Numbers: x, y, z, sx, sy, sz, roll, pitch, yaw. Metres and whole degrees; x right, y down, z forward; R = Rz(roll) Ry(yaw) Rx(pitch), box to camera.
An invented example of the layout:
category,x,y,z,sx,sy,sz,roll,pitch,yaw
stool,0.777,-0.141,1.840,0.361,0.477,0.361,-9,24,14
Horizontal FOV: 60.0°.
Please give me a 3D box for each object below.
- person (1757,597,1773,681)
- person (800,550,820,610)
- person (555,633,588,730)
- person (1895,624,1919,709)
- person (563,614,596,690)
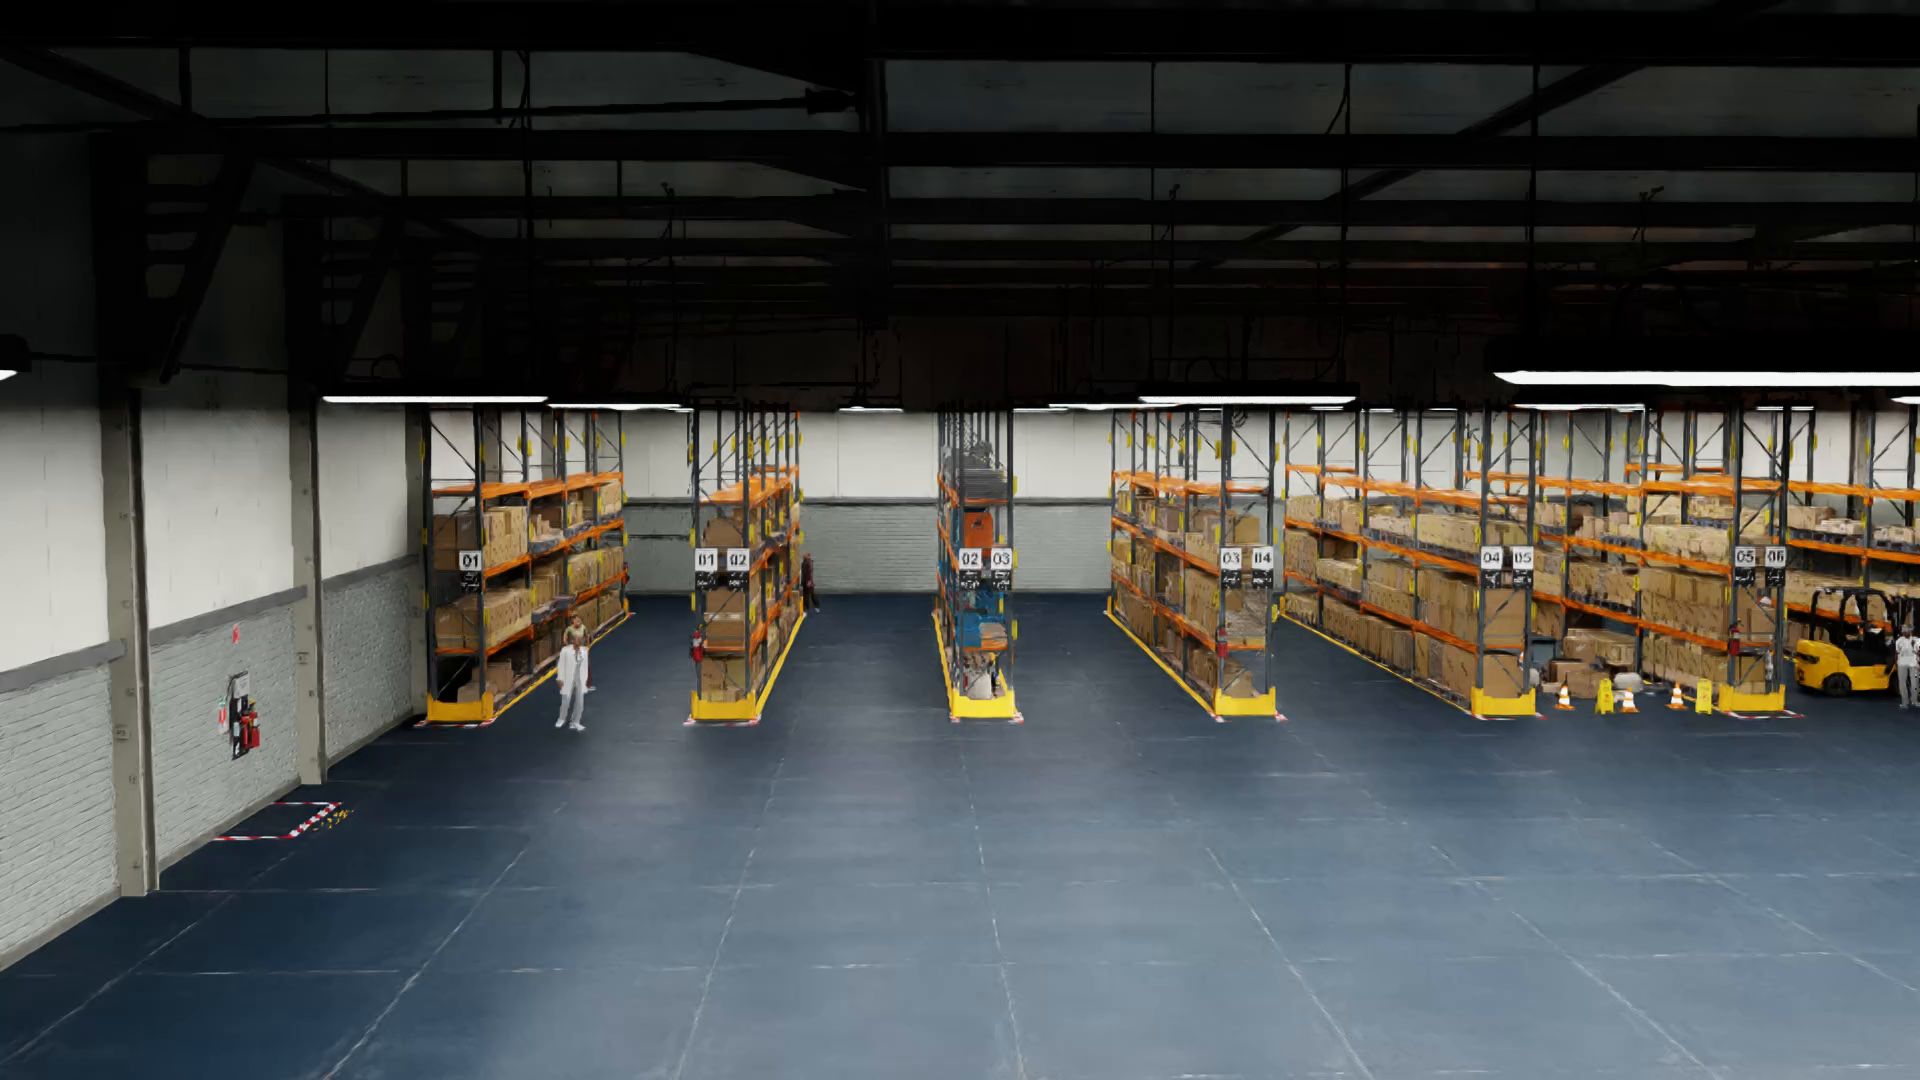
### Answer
category,x,y,z,sx,sy,sz,roll,pitch,yaw
person,17.174,2.110,35.631,0.489,1.787,0.608,2,5,27
person,-4.378,1.165,48.353,0.582,1.775,0.728,-2,5,-23
person,-7.057,2.647,30.217,0.615,1.572,0.615,-3,5,-37
person,18.496,2.441,32.382,0.508,1.663,0.542,3,5,35
person,-7.898,2.307,34.352,0.625,1.601,0.808,-2,5,-20
